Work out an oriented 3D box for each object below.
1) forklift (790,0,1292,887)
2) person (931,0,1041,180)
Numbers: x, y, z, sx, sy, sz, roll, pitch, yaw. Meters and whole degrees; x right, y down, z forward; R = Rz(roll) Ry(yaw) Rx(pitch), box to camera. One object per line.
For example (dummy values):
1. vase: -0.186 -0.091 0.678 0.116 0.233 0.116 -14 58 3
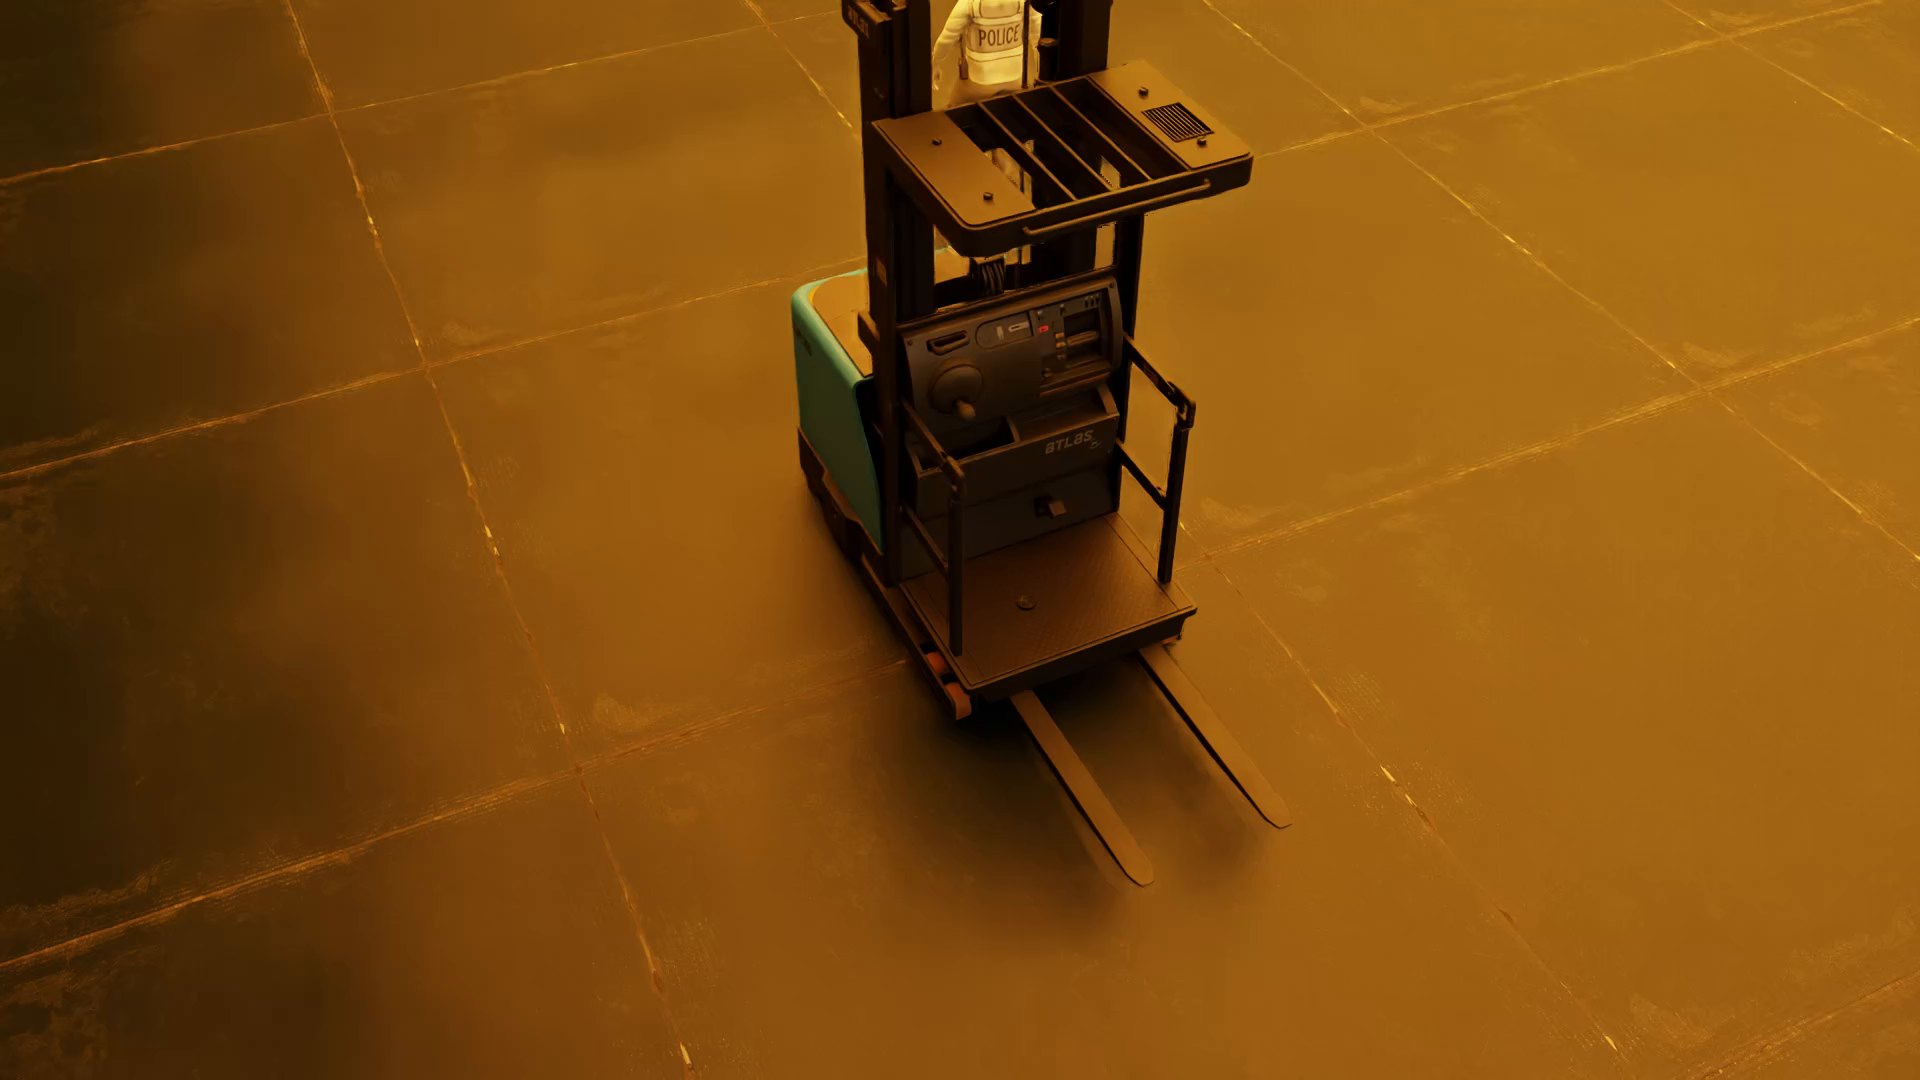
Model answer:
1. forklift: 0.312 -0.659 6.386 1.130 2.935 3.031 -18 46 -18
2. person: 0.169 -2.625 9.436 0.659 1.649 0.452 -15 45 -15
